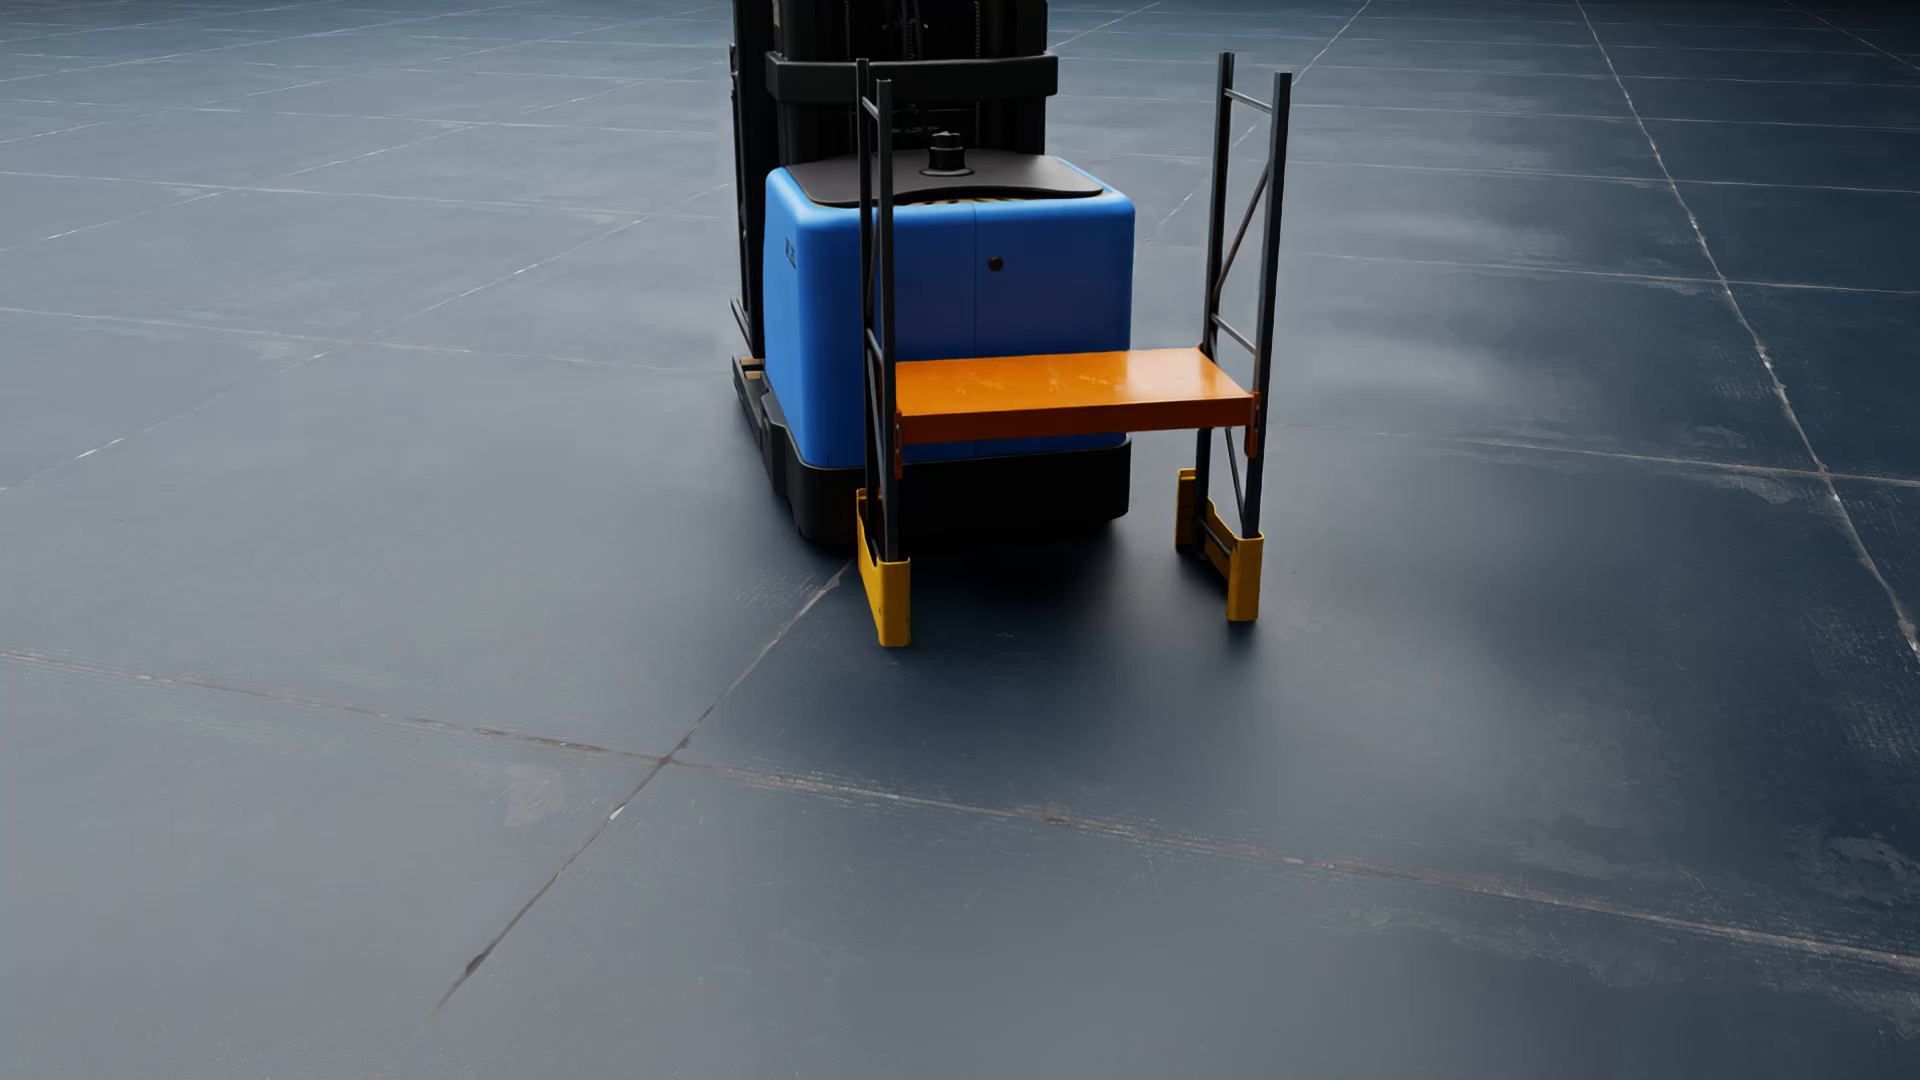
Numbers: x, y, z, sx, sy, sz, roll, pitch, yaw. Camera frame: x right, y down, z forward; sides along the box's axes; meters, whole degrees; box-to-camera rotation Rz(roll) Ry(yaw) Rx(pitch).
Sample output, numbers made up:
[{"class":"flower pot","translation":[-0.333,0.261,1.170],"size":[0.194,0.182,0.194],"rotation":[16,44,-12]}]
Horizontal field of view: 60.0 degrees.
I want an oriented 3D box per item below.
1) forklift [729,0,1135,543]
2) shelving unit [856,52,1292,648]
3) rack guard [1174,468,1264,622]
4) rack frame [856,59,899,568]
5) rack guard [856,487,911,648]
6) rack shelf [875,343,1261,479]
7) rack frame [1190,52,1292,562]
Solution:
[{"class":"forklift","translation":[-0.292,-1.875,5.978],"size":[1.130,2.935,3.031],"rotation":[-5,23,-12]},{"class":"shelving unit","translation":[0.269,-0.541,4.613],"size":[1.083,1.500,0.587],"rotation":[-4,23,-9]},{"class":"rack guard","translation":[0.760,0.005,4.928],"size":[0.087,0.250,0.587],"rotation":[-4,23,-9]},{"class":"rack frame","translation":[-0.223,-0.509,4.535],"size":[0.032,1.500,0.500],"rotation":[-4,23,-9]},{"class":"rack guard","translation":[-0.222,0.069,4.772],"size":[0.087,0.250,0.587],"rotation":[-4,23,-9]},{"class":"rack shelf","translation":[0.278,-0.375,4.683],"size":[1.000,0.185,0.538],"rotation":[-4,23,-9]},{"class":"rack frame","translation":[0.779,-0.574,4.694],"size":[0.032,1.500,0.500],"rotation":[-4,23,-9]}]
